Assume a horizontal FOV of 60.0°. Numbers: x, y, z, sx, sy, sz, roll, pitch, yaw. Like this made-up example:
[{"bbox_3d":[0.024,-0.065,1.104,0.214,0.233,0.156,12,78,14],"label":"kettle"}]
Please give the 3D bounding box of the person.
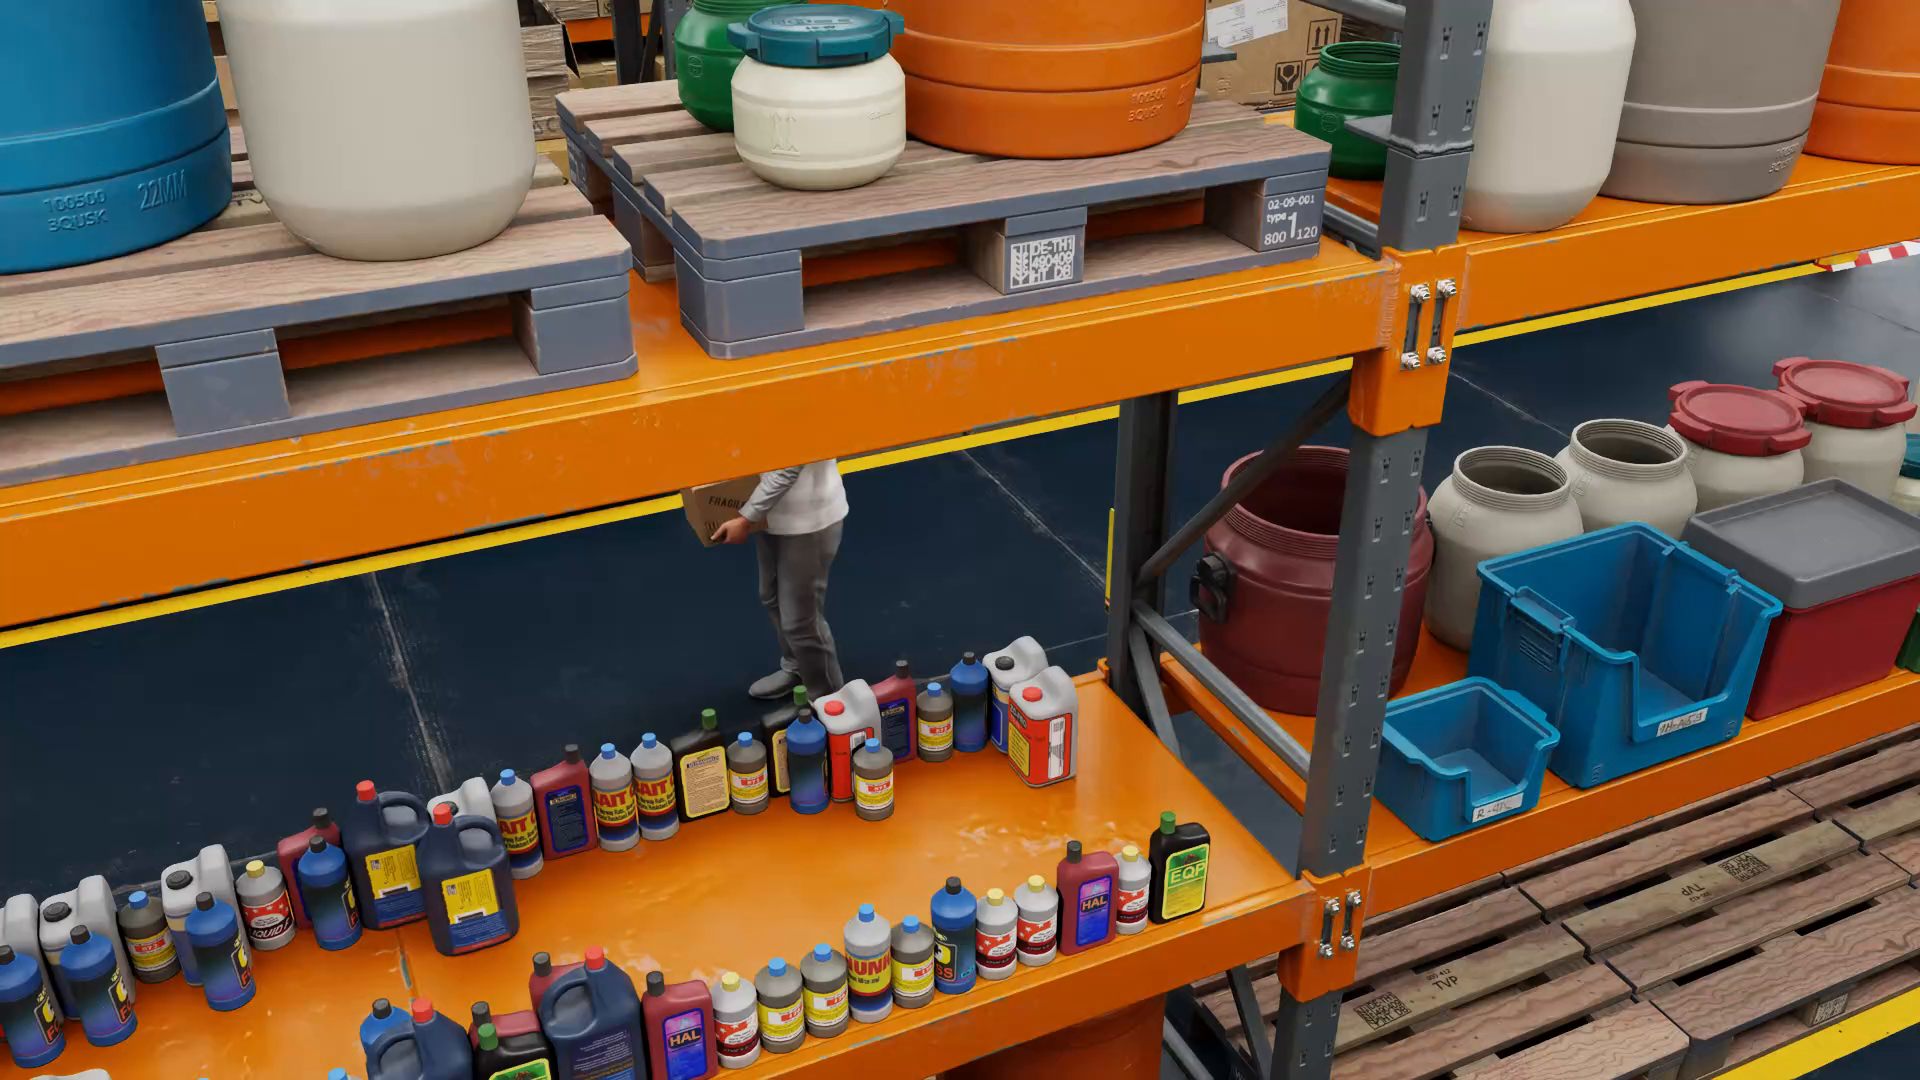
[{"bbox_3d":[-0.700,-0.076,6.245,0.549,1.763,0.494,-12,32,-21],"label":"person"}]
